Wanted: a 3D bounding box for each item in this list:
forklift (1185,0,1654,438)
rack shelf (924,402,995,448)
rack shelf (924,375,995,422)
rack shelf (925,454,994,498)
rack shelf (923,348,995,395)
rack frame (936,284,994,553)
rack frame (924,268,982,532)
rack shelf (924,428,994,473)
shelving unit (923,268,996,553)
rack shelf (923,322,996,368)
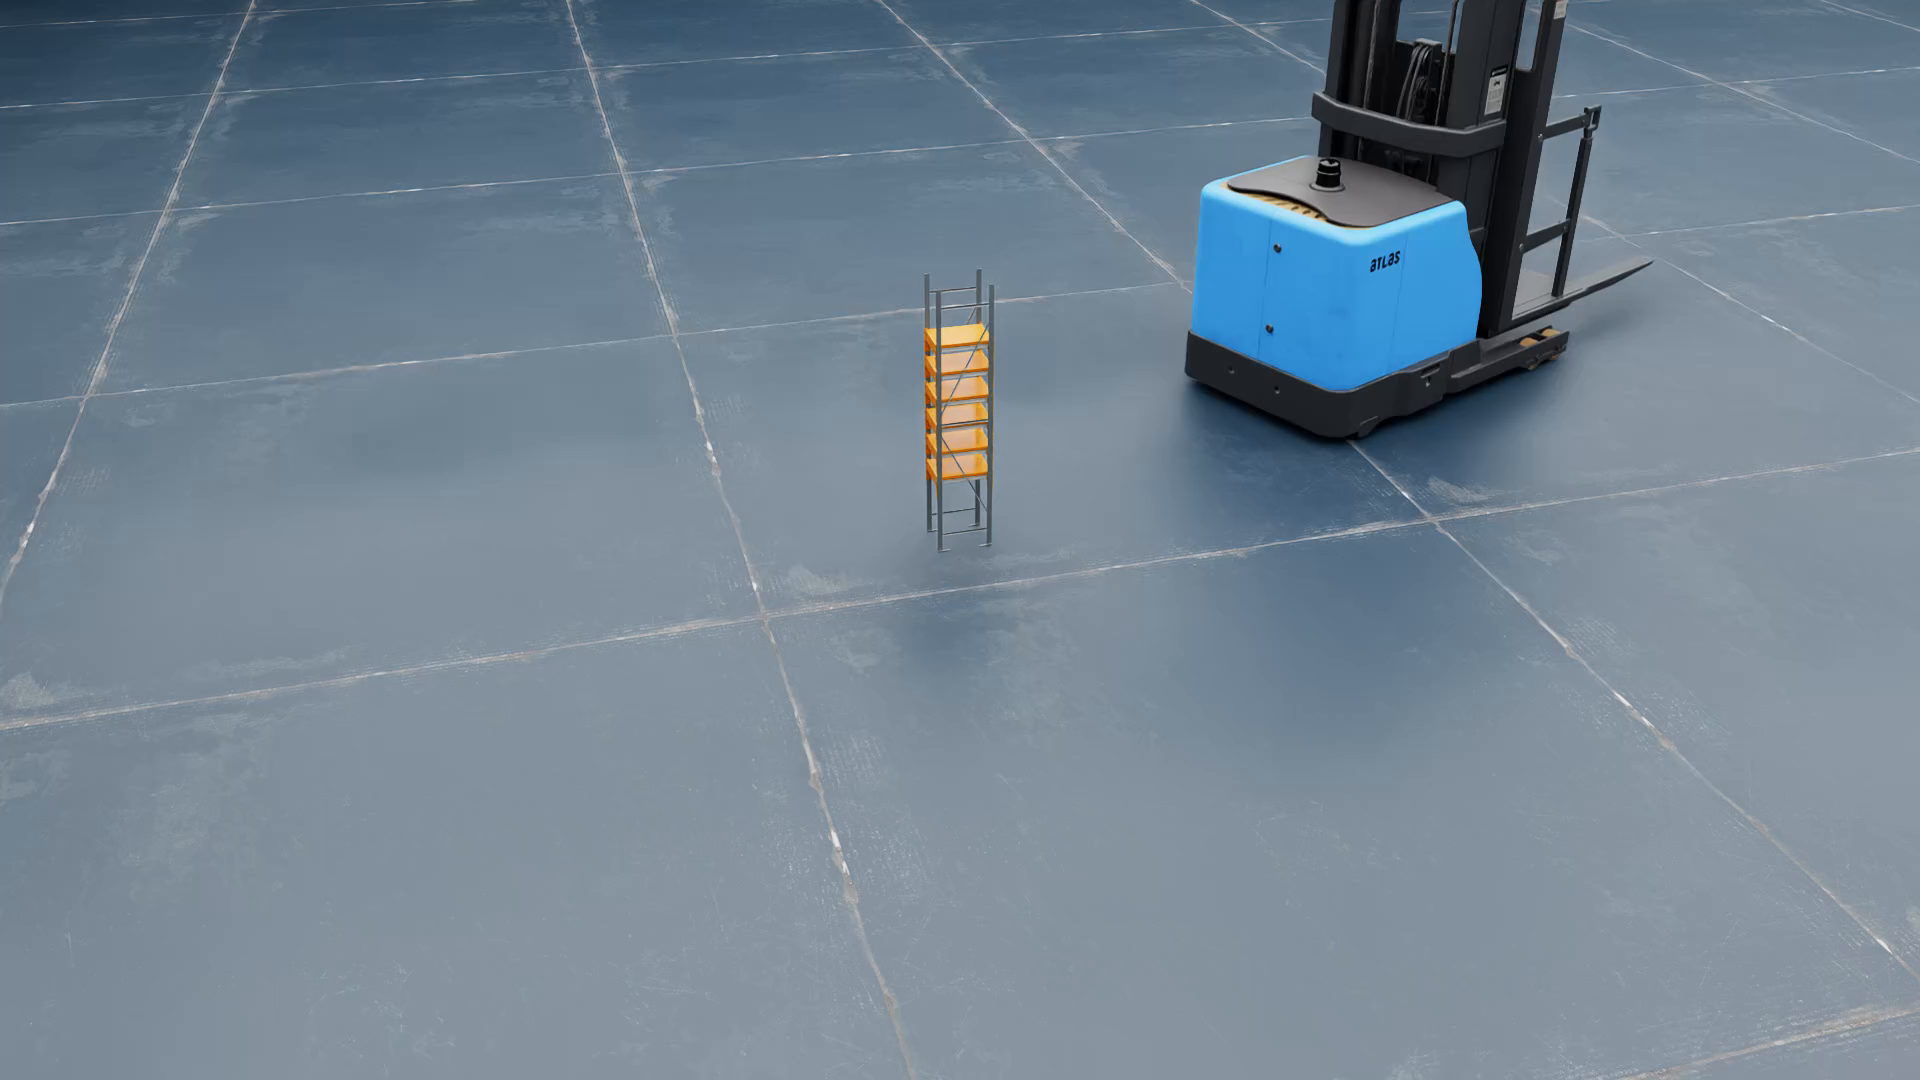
[{"bbox_3d":[2.628,-2.353,8.390,3.031,2.935,1.130,-22,37,-33],"label":"forklift"},{"bbox_3d":[-0.004,-0.488,6.984,0.258,0.103,0.180,-8,31,-13],"label":"rack shelf"},{"bbox_3d":[-0.004,-0.592,6.924,0.258,0.103,0.180,-8,31,-13],"label":"rack shelf"},{"bbox_3d":[-0.004,-0.280,7.104,0.258,0.103,0.180,-8,31,-13],"label":"rack shelf"},{"bbox_3d":[-0.004,-0.696,6.864,0.258,0.103,0.180,-8,31,-13],"label":"rack shelf"},{"bbox_3d":[0.020,-0.482,6.885,0.240,1.200,0.006,-8,31,-13],"label":"rack frame"},{"bbox_3d":[-0.028,-0.570,7.038,0.240,1.200,0.006,-8,31,-13],"label":"rack frame"},{"bbox_3d":[-0.004,-0.384,7.044,0.258,0.103,0.180,-8,31,-13],"label":"rack shelf"},{"bbox_3d":[-0.004,-0.526,6.962,0.258,1.200,0.189,-8,31,-13],"label":"shelving unit"},{"bbox_3d":[-0.004,-0.799,6.803,0.258,0.103,0.180,-8,31,-13],"label":"rack shelf"}]
